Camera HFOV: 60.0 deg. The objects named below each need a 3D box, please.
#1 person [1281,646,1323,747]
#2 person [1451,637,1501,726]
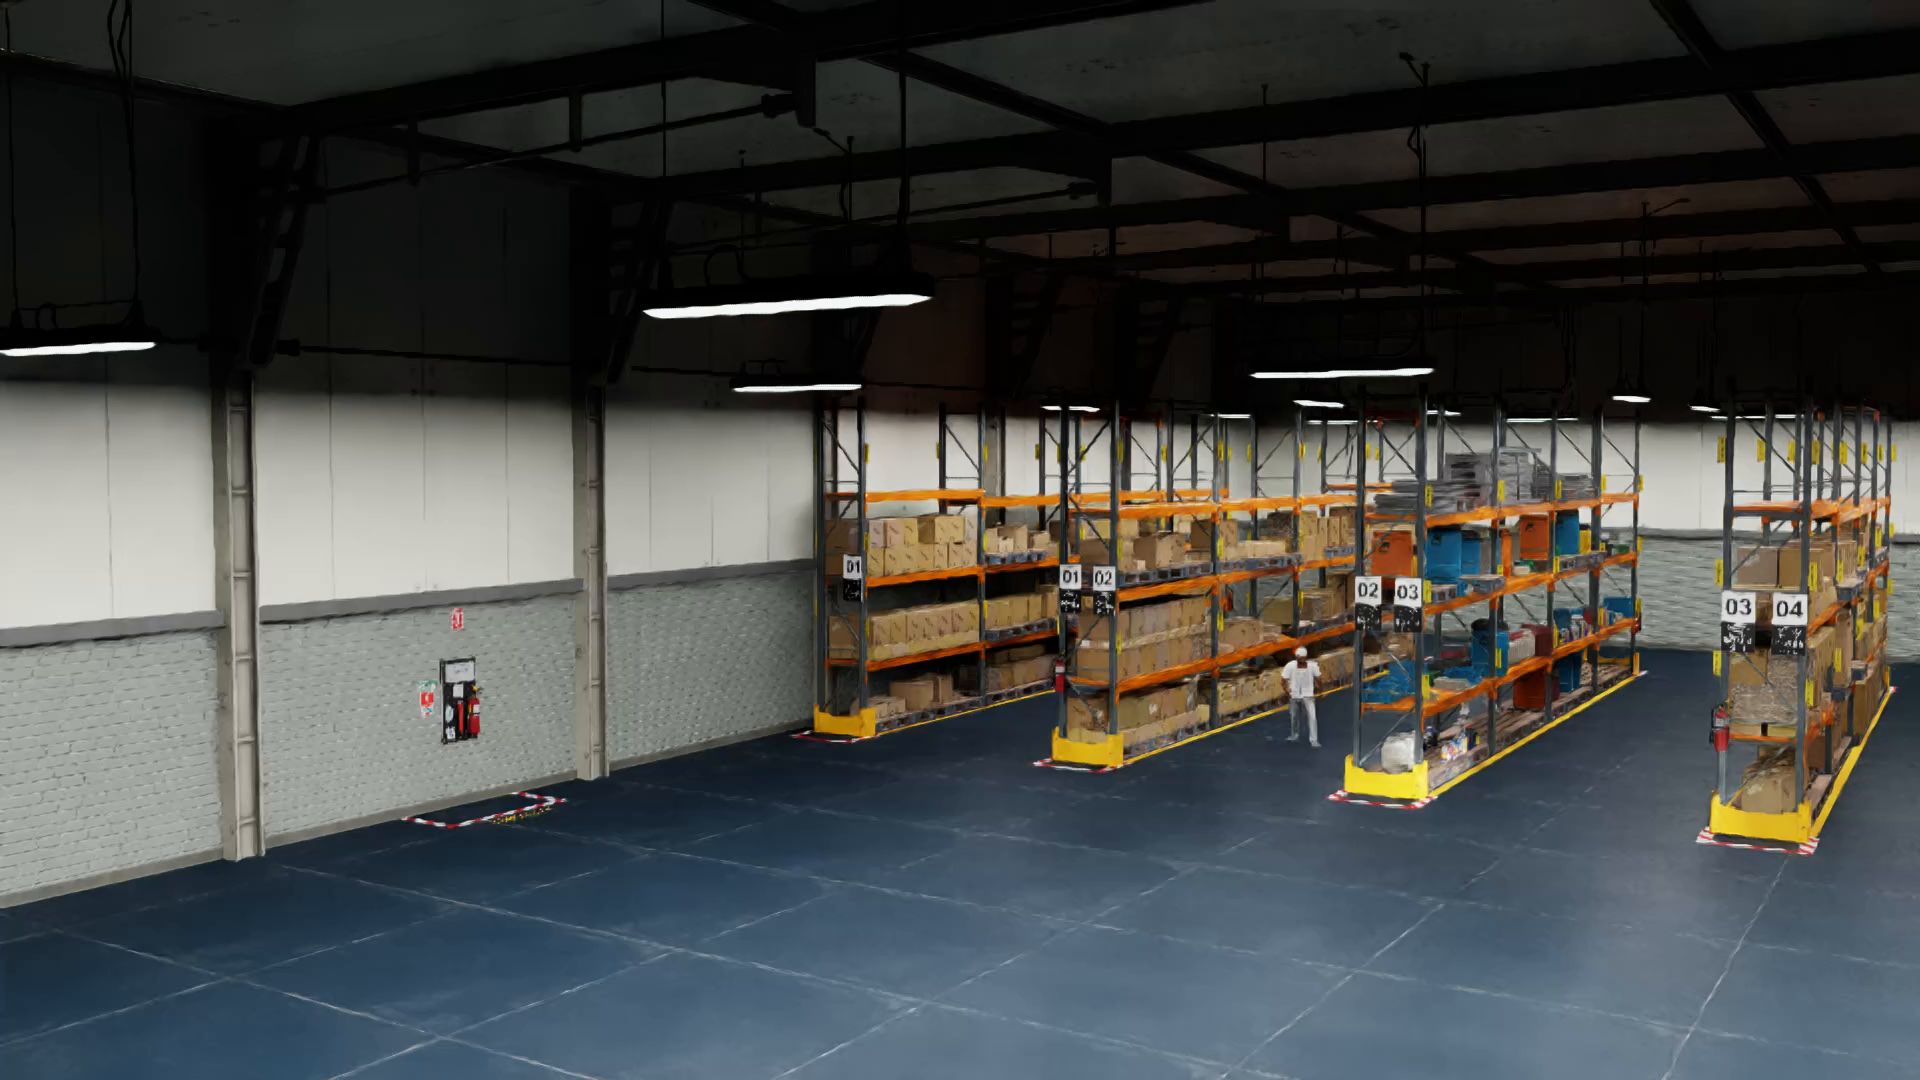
[{"bbox_3d":[5.848,2.655,28.425,0.710,1.702,0.836,1,3,16],"label":"person"},{"bbox_3d":[9.403,2.551,30.207,0.996,1.753,0.594,-2,4,-36],"label":"person"}]
